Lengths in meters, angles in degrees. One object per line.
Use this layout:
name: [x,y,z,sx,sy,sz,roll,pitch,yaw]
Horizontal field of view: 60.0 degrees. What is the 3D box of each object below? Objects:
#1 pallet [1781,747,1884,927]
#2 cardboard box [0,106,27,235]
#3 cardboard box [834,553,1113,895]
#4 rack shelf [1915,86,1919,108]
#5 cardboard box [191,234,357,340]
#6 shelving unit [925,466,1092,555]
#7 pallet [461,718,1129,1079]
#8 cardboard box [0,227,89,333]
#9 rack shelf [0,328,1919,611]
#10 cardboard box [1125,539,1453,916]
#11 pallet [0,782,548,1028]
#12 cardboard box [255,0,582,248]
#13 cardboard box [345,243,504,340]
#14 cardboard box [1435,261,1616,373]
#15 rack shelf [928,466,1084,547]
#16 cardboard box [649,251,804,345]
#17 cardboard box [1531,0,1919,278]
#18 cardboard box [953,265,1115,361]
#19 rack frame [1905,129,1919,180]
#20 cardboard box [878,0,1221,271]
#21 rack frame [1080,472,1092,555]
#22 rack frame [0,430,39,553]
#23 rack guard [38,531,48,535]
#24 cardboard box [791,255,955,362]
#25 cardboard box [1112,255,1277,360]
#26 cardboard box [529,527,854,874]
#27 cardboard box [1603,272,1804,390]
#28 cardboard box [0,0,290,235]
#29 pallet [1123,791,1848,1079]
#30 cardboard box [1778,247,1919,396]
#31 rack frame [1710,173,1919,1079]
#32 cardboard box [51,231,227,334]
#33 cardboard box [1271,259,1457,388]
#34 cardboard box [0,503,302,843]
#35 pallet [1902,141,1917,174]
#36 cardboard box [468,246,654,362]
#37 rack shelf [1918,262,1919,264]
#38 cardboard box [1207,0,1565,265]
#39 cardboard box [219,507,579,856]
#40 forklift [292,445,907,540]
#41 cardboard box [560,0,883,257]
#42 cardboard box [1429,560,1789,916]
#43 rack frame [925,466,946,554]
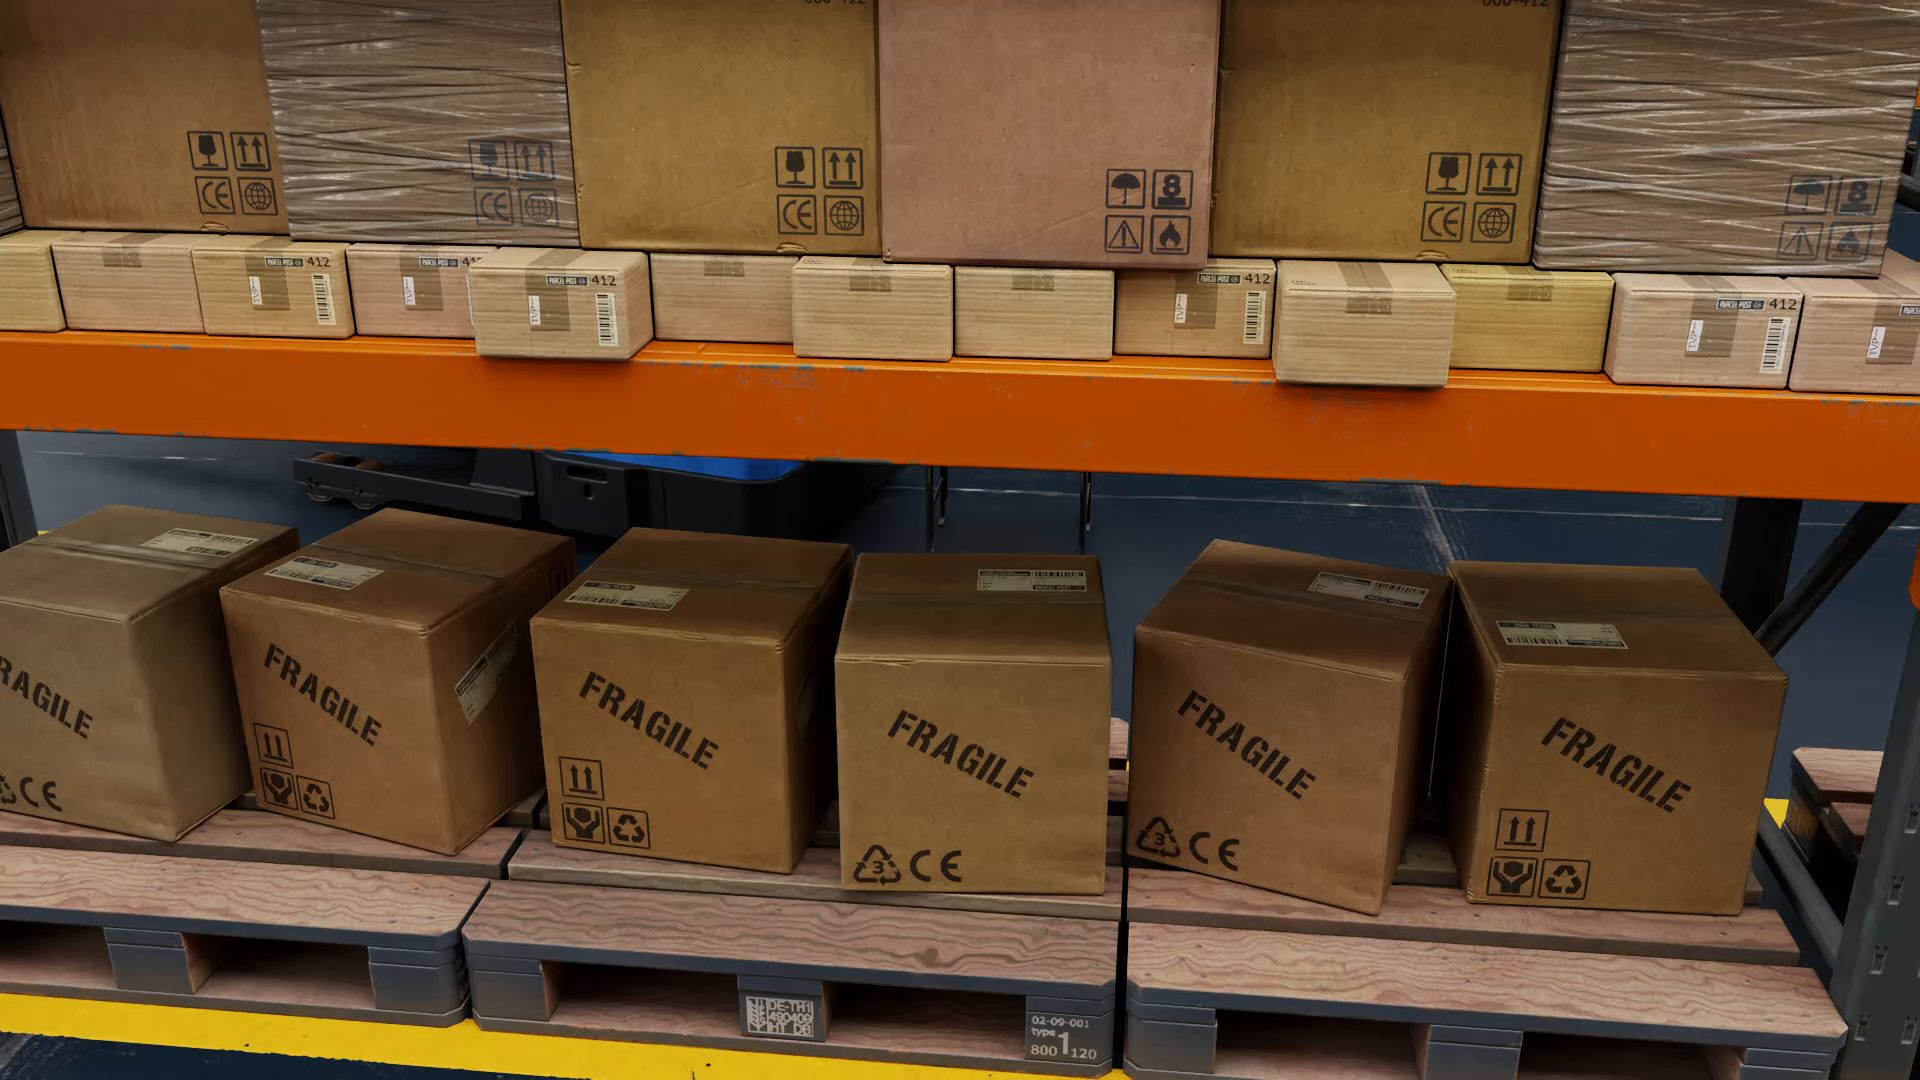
pallet: [2.392,0.766,3.216,1.213,0.211,1.003,2,22,6]
cardboard box: [-1.810,-0.888,3.067,0.500,0.500,0.875,2,22,6]
cardboard box: [0.031,0.351,3.302,0.500,0.500,0.500,1,22,1]
rack shelf: [4.188,-1.952,7.275,4.000,0.370,1.077,2,22,6]
cardboard box: [-1.108,-0.470,2.892,0.250,0.149,0.380,2,22,6]
shelving unit: [0.164,-0.969,5.036,0.503,2.100,0.431,2,22,6]
pallet: [-0.267,0.664,3.472,1.213,0.211,1.003,2,22,6]
cardboard box: [-1.606,-0.487,2.934,0.250,0.149,0.380,2,22,6]
rack shelf: [-0.367,-0.316,3.139,4.000,0.370,1.077,2,22,6]
cardboard box: [0.657,0.349,3.306,0.500,0.500,0.500,10,24,23]
pallet: [-1.475,0.611,3.608,1.213,0.211,1.003,2,22,6]
cardboard box: [-0.808,-0.873,3.028,0.500,0.500,0.875,2,22,6]
cardboard box: [-0.856,-0.470,2.889,0.250,0.149,0.380,2,22,6]
cardboard box: [0.882,-0.397,2.705,0.250,0.149,0.380,2,22,6]
rack shelf: [0.164,-0.306,5.298,0.480,0.518,0.431,2,22,6]
cardboard box: [-0.356,-0.459,2.861,0.250,0.149,0.380,2,22,6]
cardboard box: [1.179,-0.791,2.821,0.500,0.500,0.875,2,22,6]
cardboard box: [0.135,-0.422,2.768,0.250,0.149,0.380,2,22,6]
rack frame: [6.761,-4.008,11.498,0.127,3.000,1.000,2,22,6]
cardboard box: [0.178,-0.811,2.870,0.500,0.500,0.875,2,22,6]
rack frame: [0.407,-0.959,5.009,0.015,2.100,0.400,2,22,6]
rack frame: [-2.353,-0.737,3.225,0.127,3.000,1.000,2,22,6]
rack guard: [-2.278,0.428,3.676,0.348,0.500,1.175,2,22,6]
cardboard box: [-0.117,-0.420,2.763,0.250,0.149,0.380,2,22,6]
cardboard box: [0.388,-0.426,2.778,0.250,0.149,0.380,2,22,6]
cardboard box: [-0.518,0.310,3.404,0.500,0.500,0.500,5,22,11]
cardboard box: [1.124,-0.364,2.622,0.250,0.149,0.380,2,22,6]
cardboard box: [-1.300,-0.911,3.123,0.500,0.500,0.875,2,22,6]
pallet: [0.948,0.716,3.341,1.213,0.211,1.003,2,22,6]
cardboard box: [1.371,-0.349,2.586,0.250,0.149,0.380,2,22,6]
rack frame: [1.619,-0.564,2.787,0.127,3.000,1.000,2,22,6]
cardboard box: [-1.355,-0.484,2.926,0.250,0.149,0.380,2,22,6]
cardboard box: [0.621,-0.367,2.629,0.250,0.149,0.380,2,22,6]
cardboard box: [-1.735,0.263,3.524,0.500,0.500,0.500,7,23,16]
pallet: [7.497,-2.665,11.894,1.213,0.211,1.003,2,22,6]
cardboard box: [-0.620,-0.421,2.766,0.250,0.149,0.380,2,22,6]
rack shelf: [3.605,-0.143,2.701,4.000,0.370,1.077,2,22,6]
cardboard box: [0.687,-0.826,2.908,0.500,0.500,0.875,2,22,6]
cardboard box: [-1.138,0.276,3.490,0.500,0.500,0.500,8,23,20]
forklift: [-1.750,-1.632,5.582,3.031,2.935,1.130,9,23,22]
cardboard box: [-0.313,-0.847,2.962,0.500,0.500,0.875,2,22,6]
cardboard box: [1.226,0.371,3.250,0.500,0.500,0.500,2,22,5]
rack frame: [-0.078,-0.980,5.062,0.015,2.100,0.400,2,22,6]
